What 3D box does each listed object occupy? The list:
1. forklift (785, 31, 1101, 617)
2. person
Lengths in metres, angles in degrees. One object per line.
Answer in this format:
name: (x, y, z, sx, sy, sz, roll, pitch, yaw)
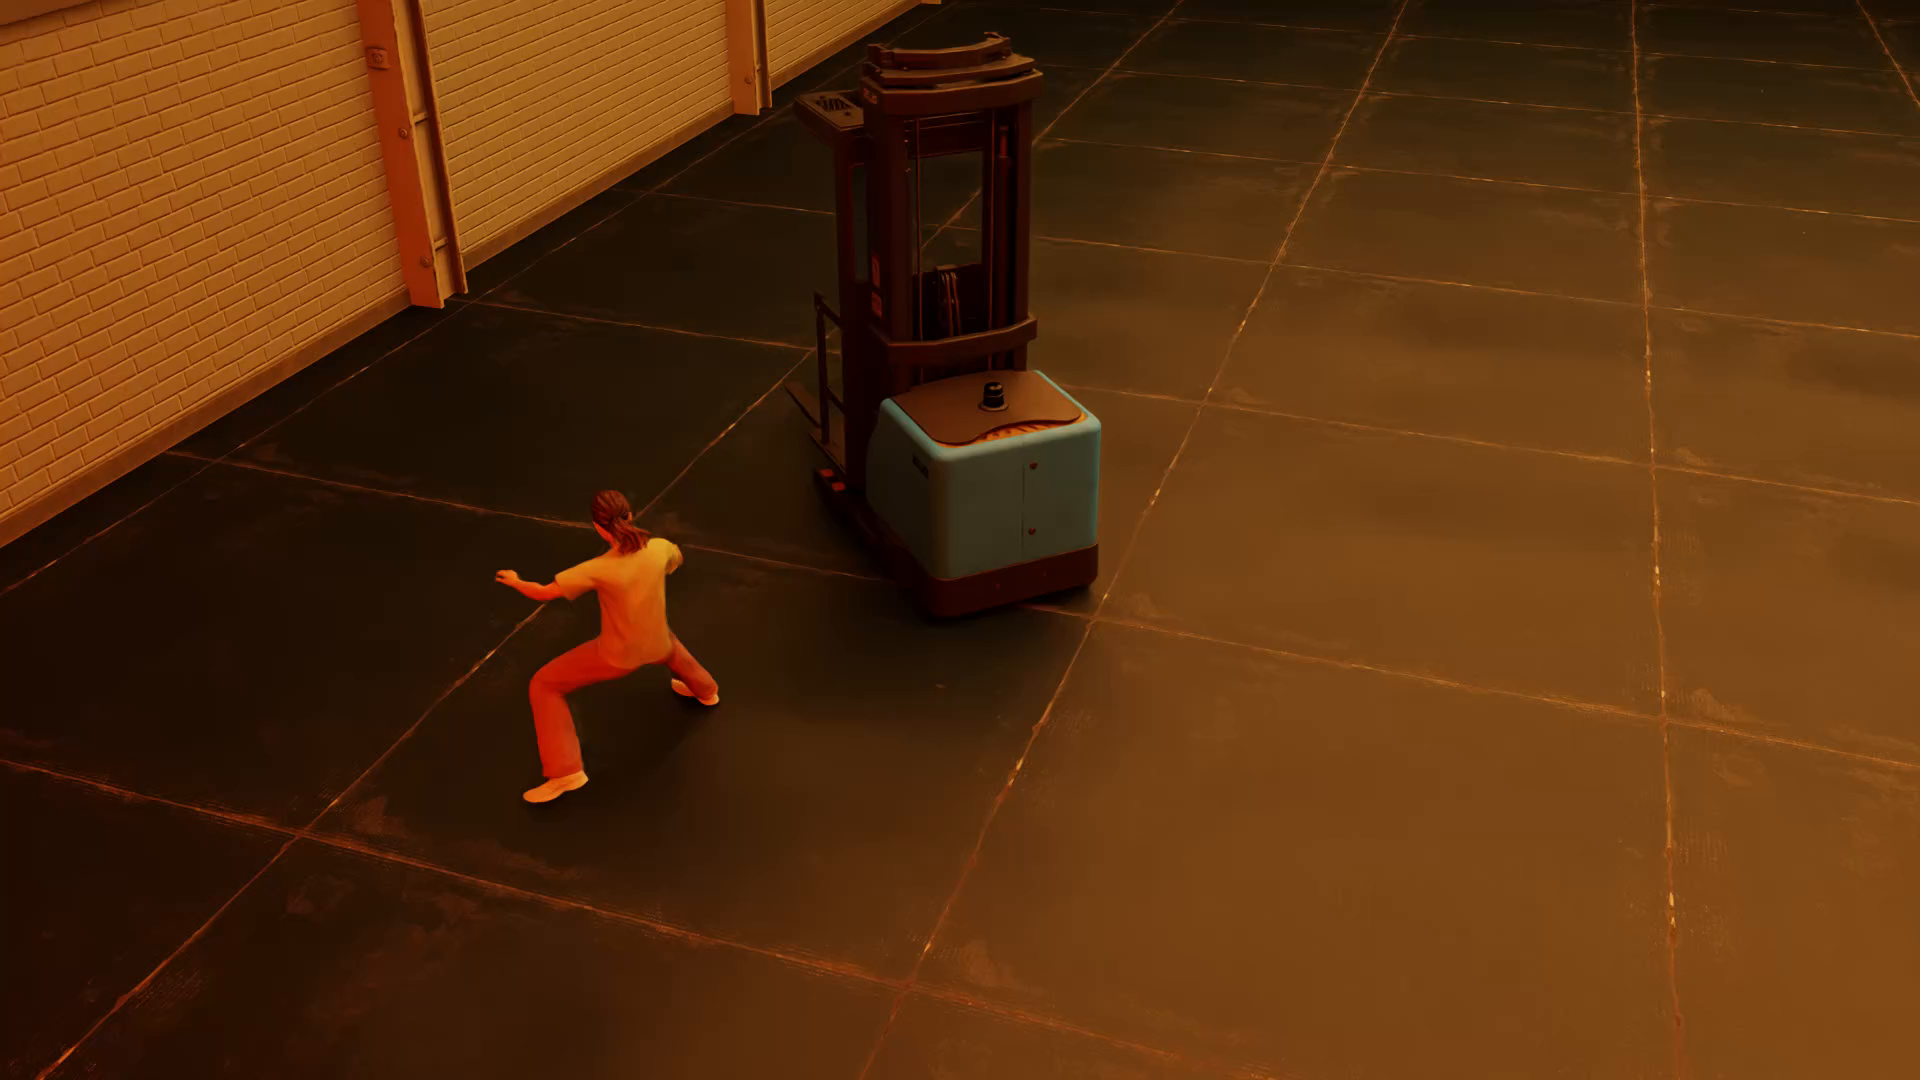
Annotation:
forklift: (-0.282, -1.556, 9.866, 1.130, 2.935, 3.031, -13, 32, -21)
person: (-1.680, 0.401, 7.922, 1.196, 1.455, 0.636, -21, 36, -33)
